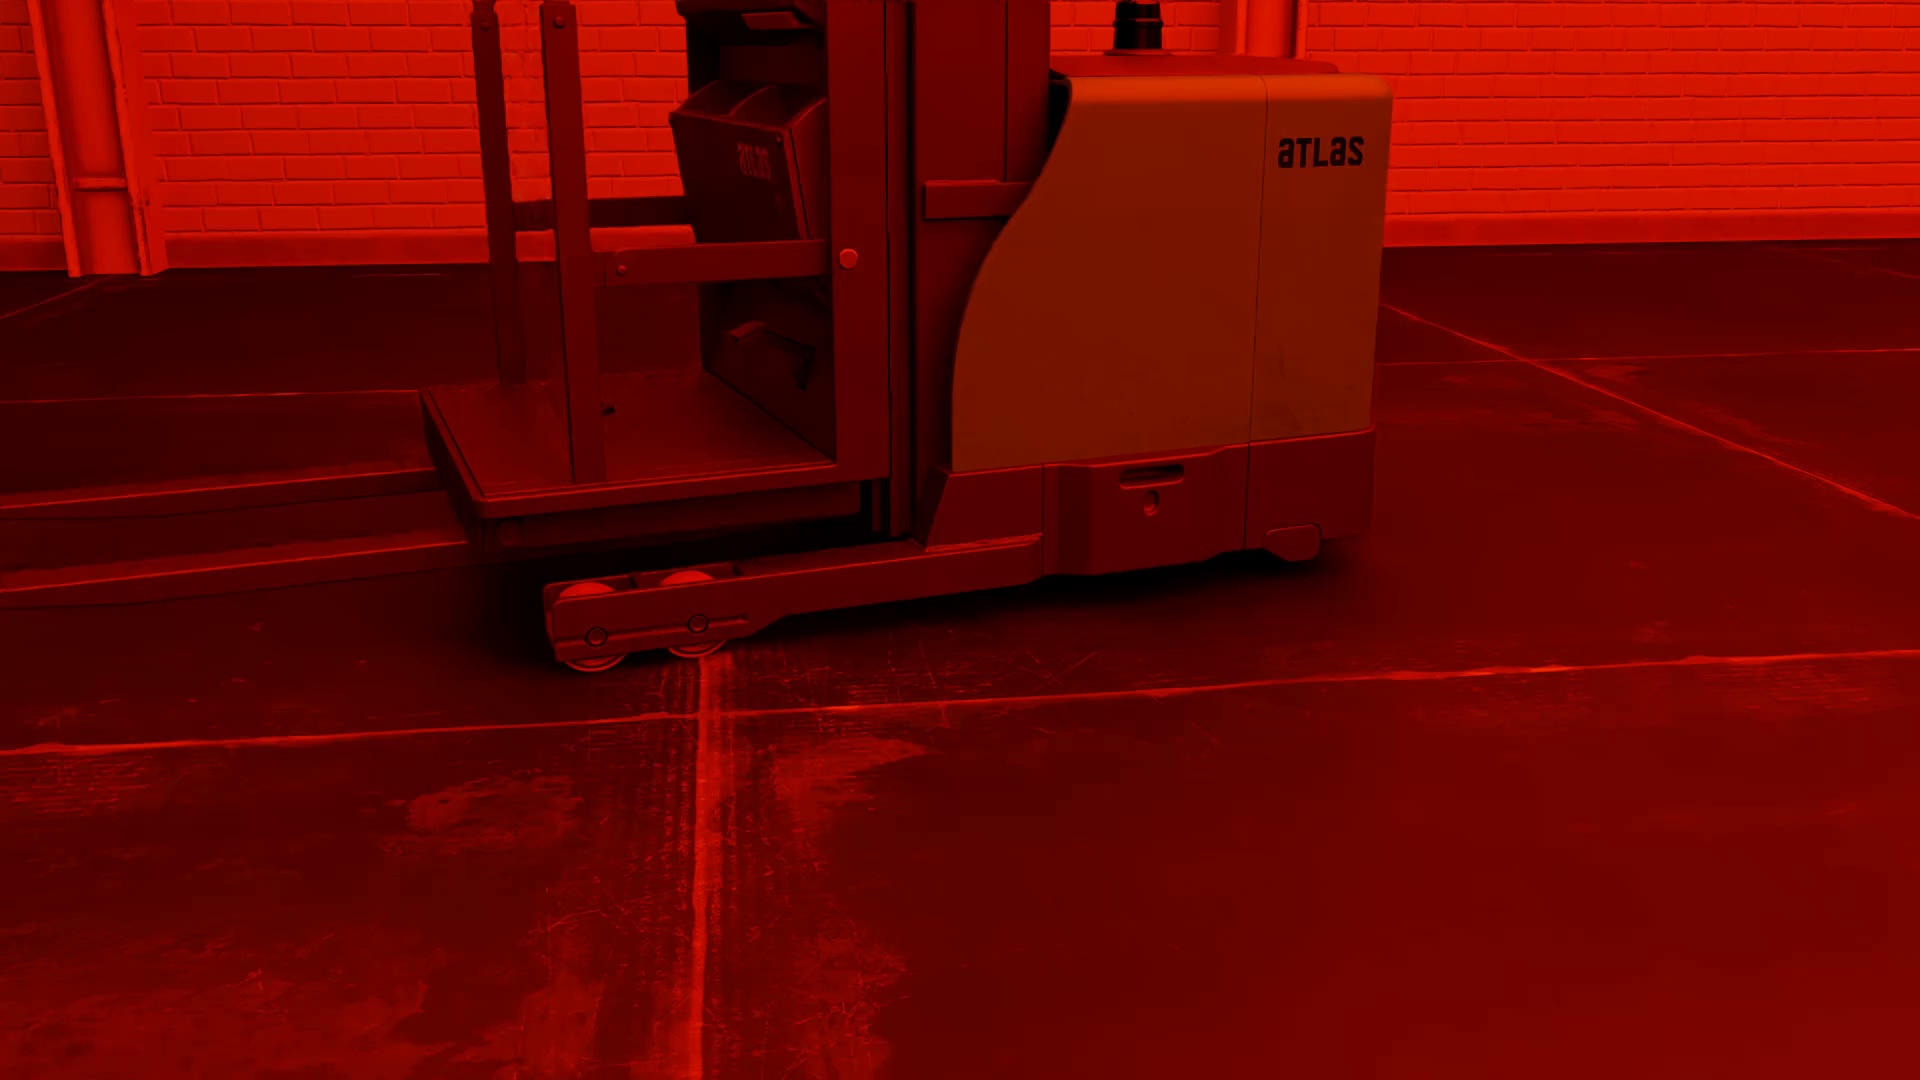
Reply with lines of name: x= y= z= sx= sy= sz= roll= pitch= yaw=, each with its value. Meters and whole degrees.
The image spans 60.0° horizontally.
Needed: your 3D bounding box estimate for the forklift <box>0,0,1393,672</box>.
forklift: x=-0.629 y=-1.327 z=3.289 sx=3.031 sy=2.935 sz=1.130 roll=-7 pitch=18 yaw=-21
